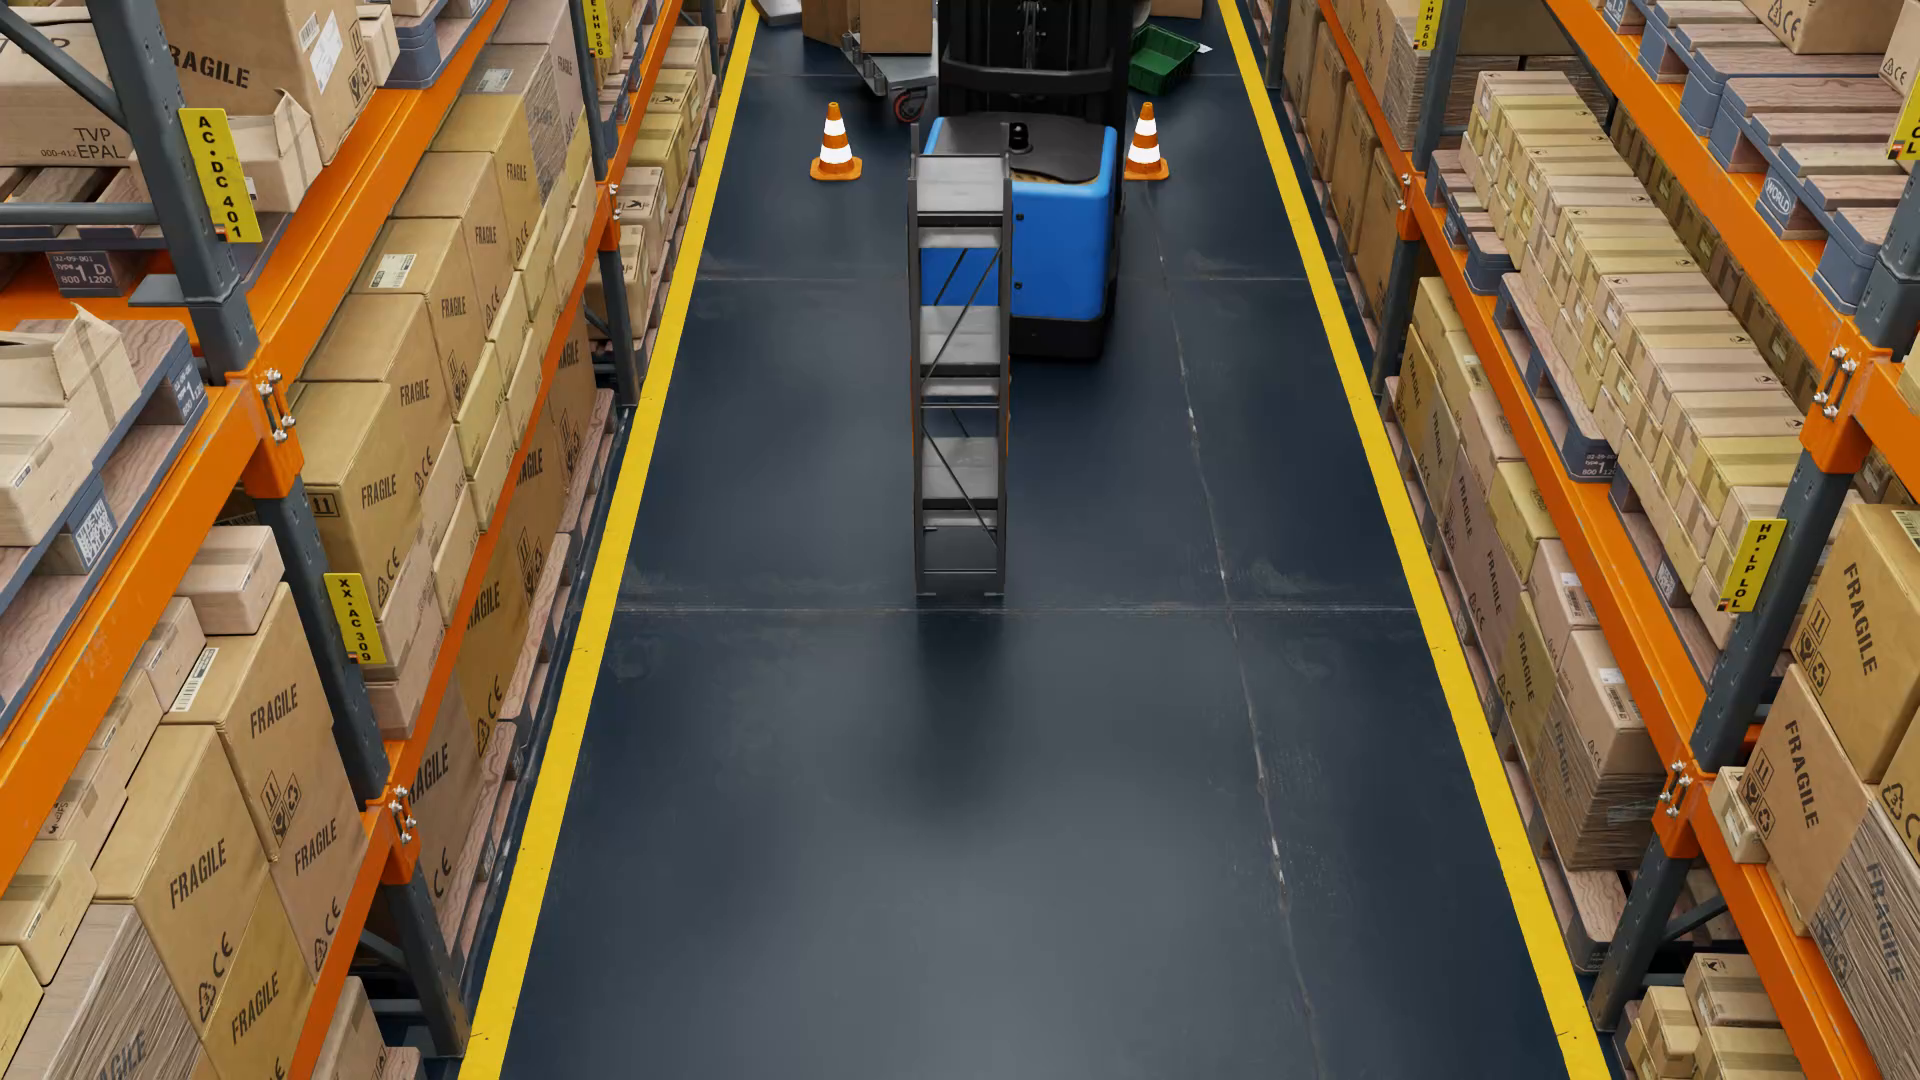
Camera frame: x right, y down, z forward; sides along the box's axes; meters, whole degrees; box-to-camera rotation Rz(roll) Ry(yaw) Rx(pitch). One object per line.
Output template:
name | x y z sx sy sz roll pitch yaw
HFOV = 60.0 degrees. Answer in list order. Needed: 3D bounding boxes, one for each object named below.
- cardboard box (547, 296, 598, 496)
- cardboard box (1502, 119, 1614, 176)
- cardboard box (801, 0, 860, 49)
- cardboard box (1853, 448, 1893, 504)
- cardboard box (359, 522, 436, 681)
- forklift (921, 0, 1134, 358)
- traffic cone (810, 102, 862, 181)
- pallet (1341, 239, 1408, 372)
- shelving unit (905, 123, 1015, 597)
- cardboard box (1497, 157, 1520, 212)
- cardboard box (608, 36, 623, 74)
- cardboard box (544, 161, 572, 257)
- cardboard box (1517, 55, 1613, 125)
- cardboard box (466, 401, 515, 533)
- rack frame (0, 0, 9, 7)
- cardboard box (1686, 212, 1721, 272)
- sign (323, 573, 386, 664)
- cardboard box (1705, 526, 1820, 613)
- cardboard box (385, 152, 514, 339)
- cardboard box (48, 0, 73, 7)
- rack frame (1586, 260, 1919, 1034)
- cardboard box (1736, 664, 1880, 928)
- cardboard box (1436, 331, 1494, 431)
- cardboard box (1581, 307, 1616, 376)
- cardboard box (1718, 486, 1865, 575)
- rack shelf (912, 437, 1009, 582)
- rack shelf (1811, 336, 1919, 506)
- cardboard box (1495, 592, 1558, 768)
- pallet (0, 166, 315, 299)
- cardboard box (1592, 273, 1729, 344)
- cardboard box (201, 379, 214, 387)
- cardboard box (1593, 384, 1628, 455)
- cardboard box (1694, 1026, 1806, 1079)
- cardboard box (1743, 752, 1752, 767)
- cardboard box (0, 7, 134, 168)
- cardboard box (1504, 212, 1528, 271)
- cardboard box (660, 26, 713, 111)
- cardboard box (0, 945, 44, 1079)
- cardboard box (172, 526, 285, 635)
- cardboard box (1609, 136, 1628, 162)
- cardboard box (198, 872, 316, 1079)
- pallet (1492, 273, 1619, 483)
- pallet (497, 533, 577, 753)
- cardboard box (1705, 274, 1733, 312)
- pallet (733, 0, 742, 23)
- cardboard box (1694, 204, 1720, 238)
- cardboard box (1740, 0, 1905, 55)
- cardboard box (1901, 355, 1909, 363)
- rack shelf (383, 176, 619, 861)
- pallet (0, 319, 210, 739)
cardboard box | -2.303 -0.816 7.978 0.875 0.875 0.875 0 39 0
cardboard box | 2.535 -1.667 7.066 0.380 0.149 0.250 0 39 0
cardboard box | -0.866 -4.111 12.724 0.500 0.500 0.500 28 46 30
cardboard box | 3.190 -0.230 5.511 0.380 0.149 0.250 1 39 1
cardboard box | -1.934 0.177 5.097 0.500 0.250 0.500 -1 39 -1
forklift | 0.451 -3.056 9.465 1.130 2.935 3.031 5 39 6
traffic cone | -0.824 -2.650 10.932 0.336 0.463 0.334 0 39 0
pallet | 2.804 -1.385 9.554 1.003 0.211 1.213 0 39 0
shelving unit | 0.000 -0.716 7.210 0.431 2.100 0.503 0 39 0
cardboard box | 2.535 -1.523 7.124 0.380 0.149 0.250 -1 39 -1
cardboard box | -1.956 -2.530 8.619 0.380 0.149 0.250 -2 39 -3
cardboard box | -1.962 -1.426 7.097 0.500 0.250 0.500 -1 39 -1
cardboard box | 2.999 -2.300 8.387 0.500 0.500 0.500 0 39 0
cardboard box | -1.939 -0.272 6.057 0.500 0.250 0.500 0 39 0
rack frame | -7.189 -4.408 11.098 1.000 3.000 0.127 0 39 0
cardboard box | 3.188 -1.209 6.733 0.380 0.149 0.250 0 39 0
sign | -1.661 0.218 4.569 0.100 0.325 0.005 0 39 0
cardboard box | 2.536 0.091 5.110 0.380 0.149 0.250 1 39 1
cardboard box | -1.962 -1.071 6.054 0.500 0.500 0.500 -1 39 -1
cardboard box | -6.858 -3.802 12.204 0.500 0.250 0.500 0 39 0
rack frame | 2.734 0.522 4.946 1.000 3.000 0.127 0 39 0
cardboard box | 2.483 0.677 4.435 0.500 0.500 0.500 -1 39 -1
cardboard box | 2.489 -0.712 7.549 0.500 0.250 0.500 0 39 -1
cardboard box | 2.531 -0.733 6.139 0.380 0.149 0.250 0 39 0
cardboard box | 2.538 -0.027 5.020 0.380 0.149 0.250 2 39 2
rack shelf | 0.000 -0.159 7.656 0.431 0.518 0.480 0 39 0
rack shelf | 2.736 0.883 2.672 1.077 0.370 4.000 0 39 0
cardboard box | 2.481 0.550 6.574 0.500 0.500 0.500 -1 39 -1
pallet | -2.266 -1.081 4.700 0.805 0.209 1.217 -1 39 -2
cardboard box | 2.538 -0.842 6.037 0.380 0.149 0.250 -2 39 -2
cardboard box | -2.475 -0.443 5.271 0.500 0.500 0.500 1 39 1
cardboard box | 2.530 -0.441 6.013 0.380 0.149 0.250 -2 39 -2
cardboard box | 2.468 1.626 5.036 0.380 0.149 0.250 2 39 2
cardboard box | 2.997 0.578 5.939 0.500 0.250 0.500 -2 39 -2
cardboard box | -2.427 -1.262 4.509 0.500 0.311 0.500 0 39 0
cardboard box | 2.531 -1.260 7.035 0.380 0.149 0.250 2 39 2
cardboard box | -2.222 -3.225 11.386 0.950 0.372 0.625 0 39 1
cardboard box | -1.959 0.898 3.078 0.380 0.149 0.250 -1 39 -1
cardboard box | -1.897 0.099 4.076 0.380 0.149 0.250 -1 39 -1
cardboard box | 3.190 -1.737 7.630 0.380 0.149 0.250 1 39 1
cardboard box | -1.954 1.161 4.068 0.500 0.500 0.500 -1 39 -1
pallet | 2.773 -0.667 6.582 1.003 0.211 1.213 0 39 0
pallet | -2.296 0.429 7.291 1.003 0.211 1.213 0 39 0
cardboard box | 3.186 -0.935 6.629 0.380 0.149 0.250 1 39 1
pallet | -2.266 -4.511 13.456 1.003 0.211 1.213 0 39 0
cardboard box | 3.185 -1.333 6.649 0.380 0.149 0.250 0 39 0
cardboard box | 2.864 -1.819 5.050 0.797 0.503 0.637 -1 39 -1
cardboard box | 3.192 -0.514 5.627 0.380 0.149 0.250 -1 39 -1
rack shelf | -2.218 -0.381 6.648 1.077 0.370 4.000 0 39 0
pallet | -2.225 -0.036 3.314 1.003 0.211 1.213 0 39 0
